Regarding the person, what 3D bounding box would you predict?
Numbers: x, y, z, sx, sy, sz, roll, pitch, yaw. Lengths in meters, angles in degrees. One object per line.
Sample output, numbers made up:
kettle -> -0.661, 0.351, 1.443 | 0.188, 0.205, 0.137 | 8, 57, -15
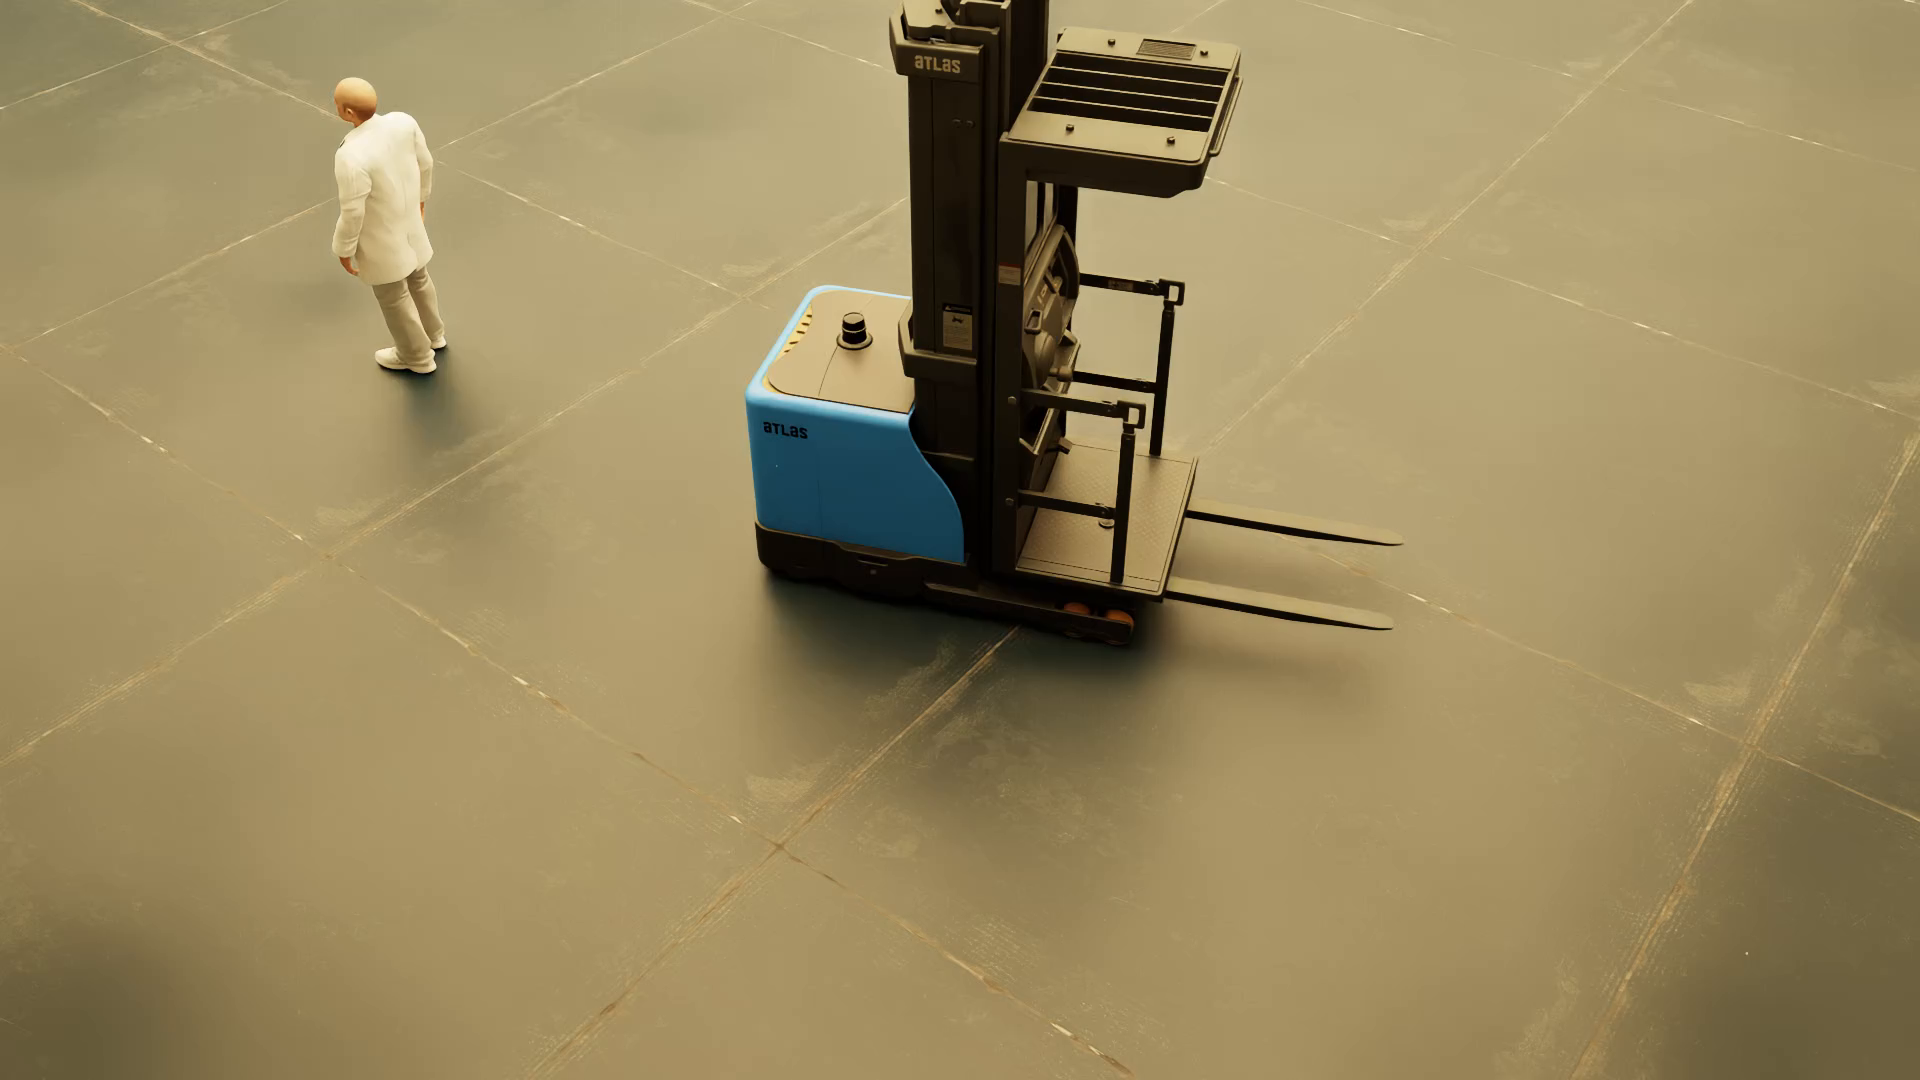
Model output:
person -> -3.147, -1.690, 8.934 | 0.581, 1.776, 0.697 | 19, 44, 21

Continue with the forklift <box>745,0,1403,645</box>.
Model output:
forklift -> 0.587, -1.011, 7.260 | 3.031, 2.935, 1.130 | 10, 41, 12
